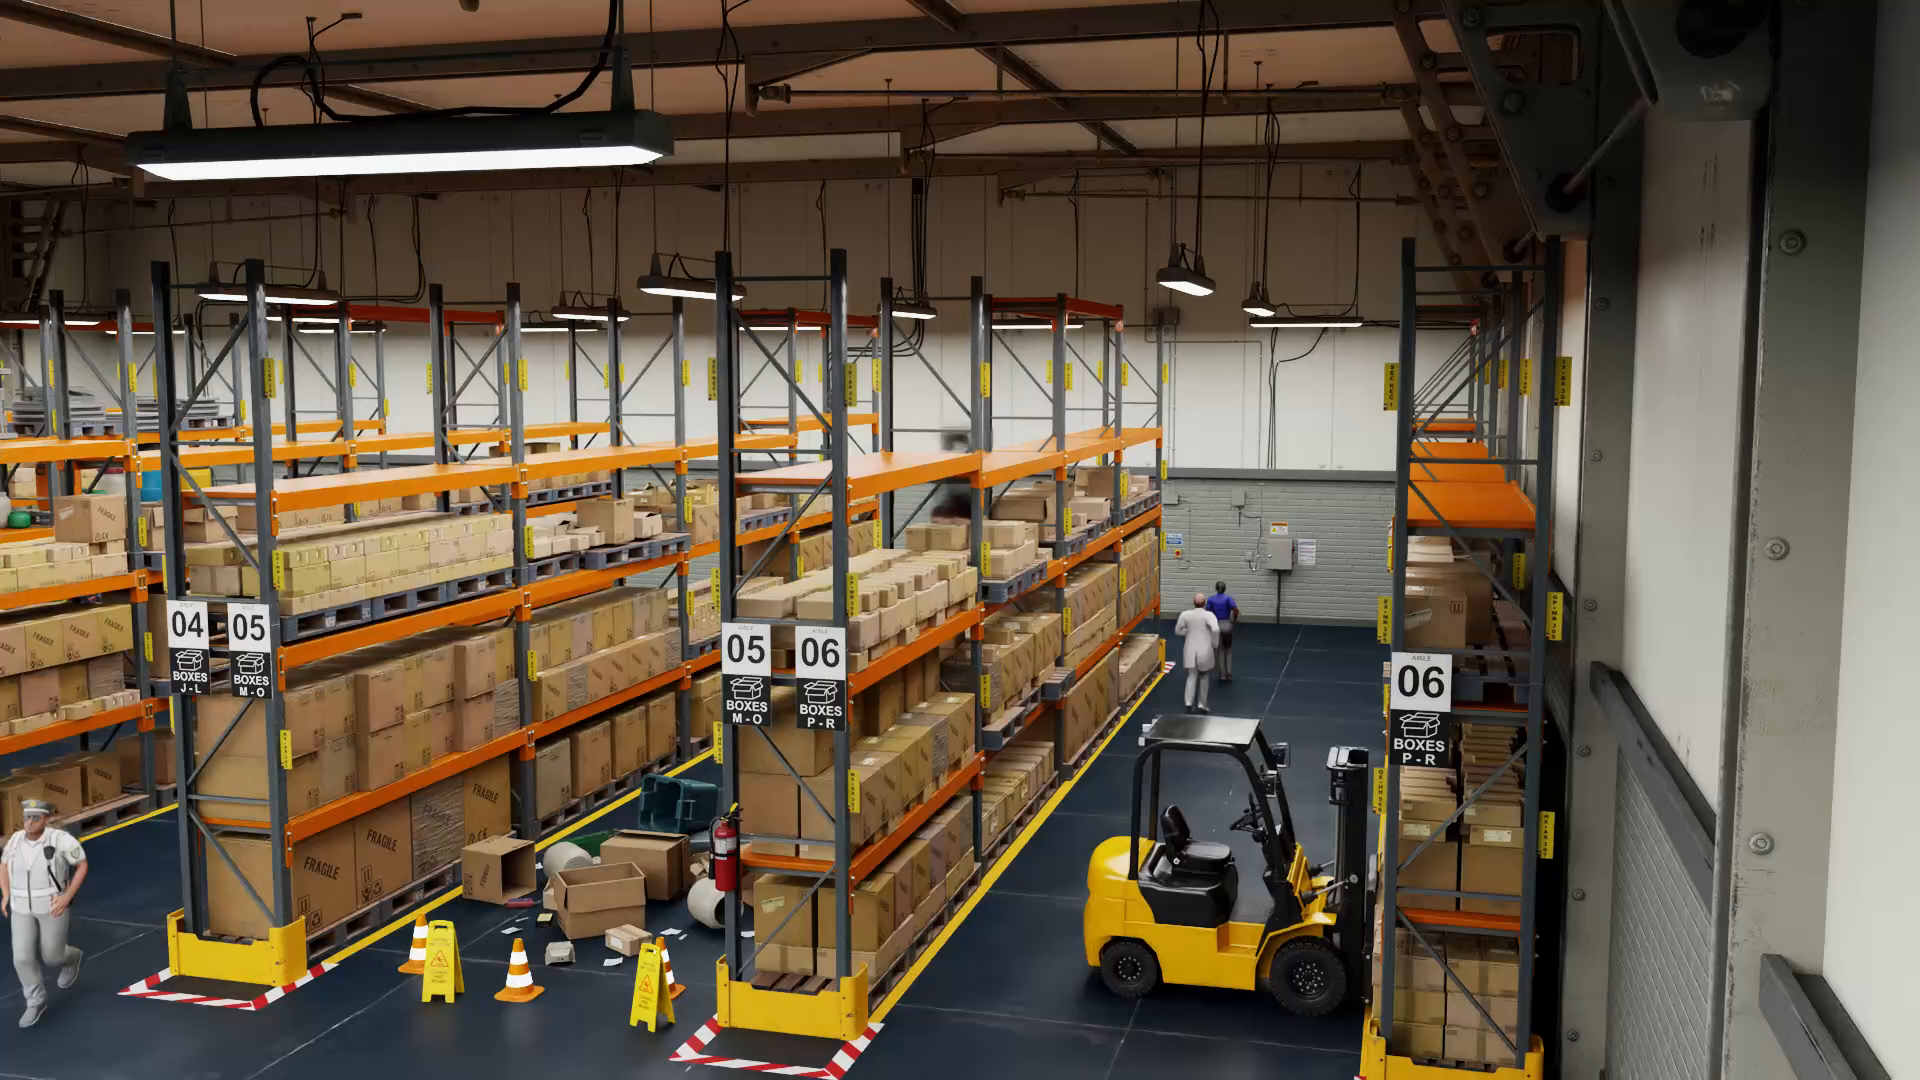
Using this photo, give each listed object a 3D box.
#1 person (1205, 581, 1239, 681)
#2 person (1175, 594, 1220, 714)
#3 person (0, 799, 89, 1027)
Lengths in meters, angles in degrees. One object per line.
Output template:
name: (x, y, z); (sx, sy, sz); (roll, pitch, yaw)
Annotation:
person: (4.234, 1.518, 27.021); (0.562, 1.712, 0.732); (1, 6, 9)
person: (3.496, 1.691, 24.482); (0.703, 1.808, 0.937); (2, 6, 17)
person: (-7.331, 2.907, 13.314); (0.690, 1.769, 0.784); (-1, 6, -9)
